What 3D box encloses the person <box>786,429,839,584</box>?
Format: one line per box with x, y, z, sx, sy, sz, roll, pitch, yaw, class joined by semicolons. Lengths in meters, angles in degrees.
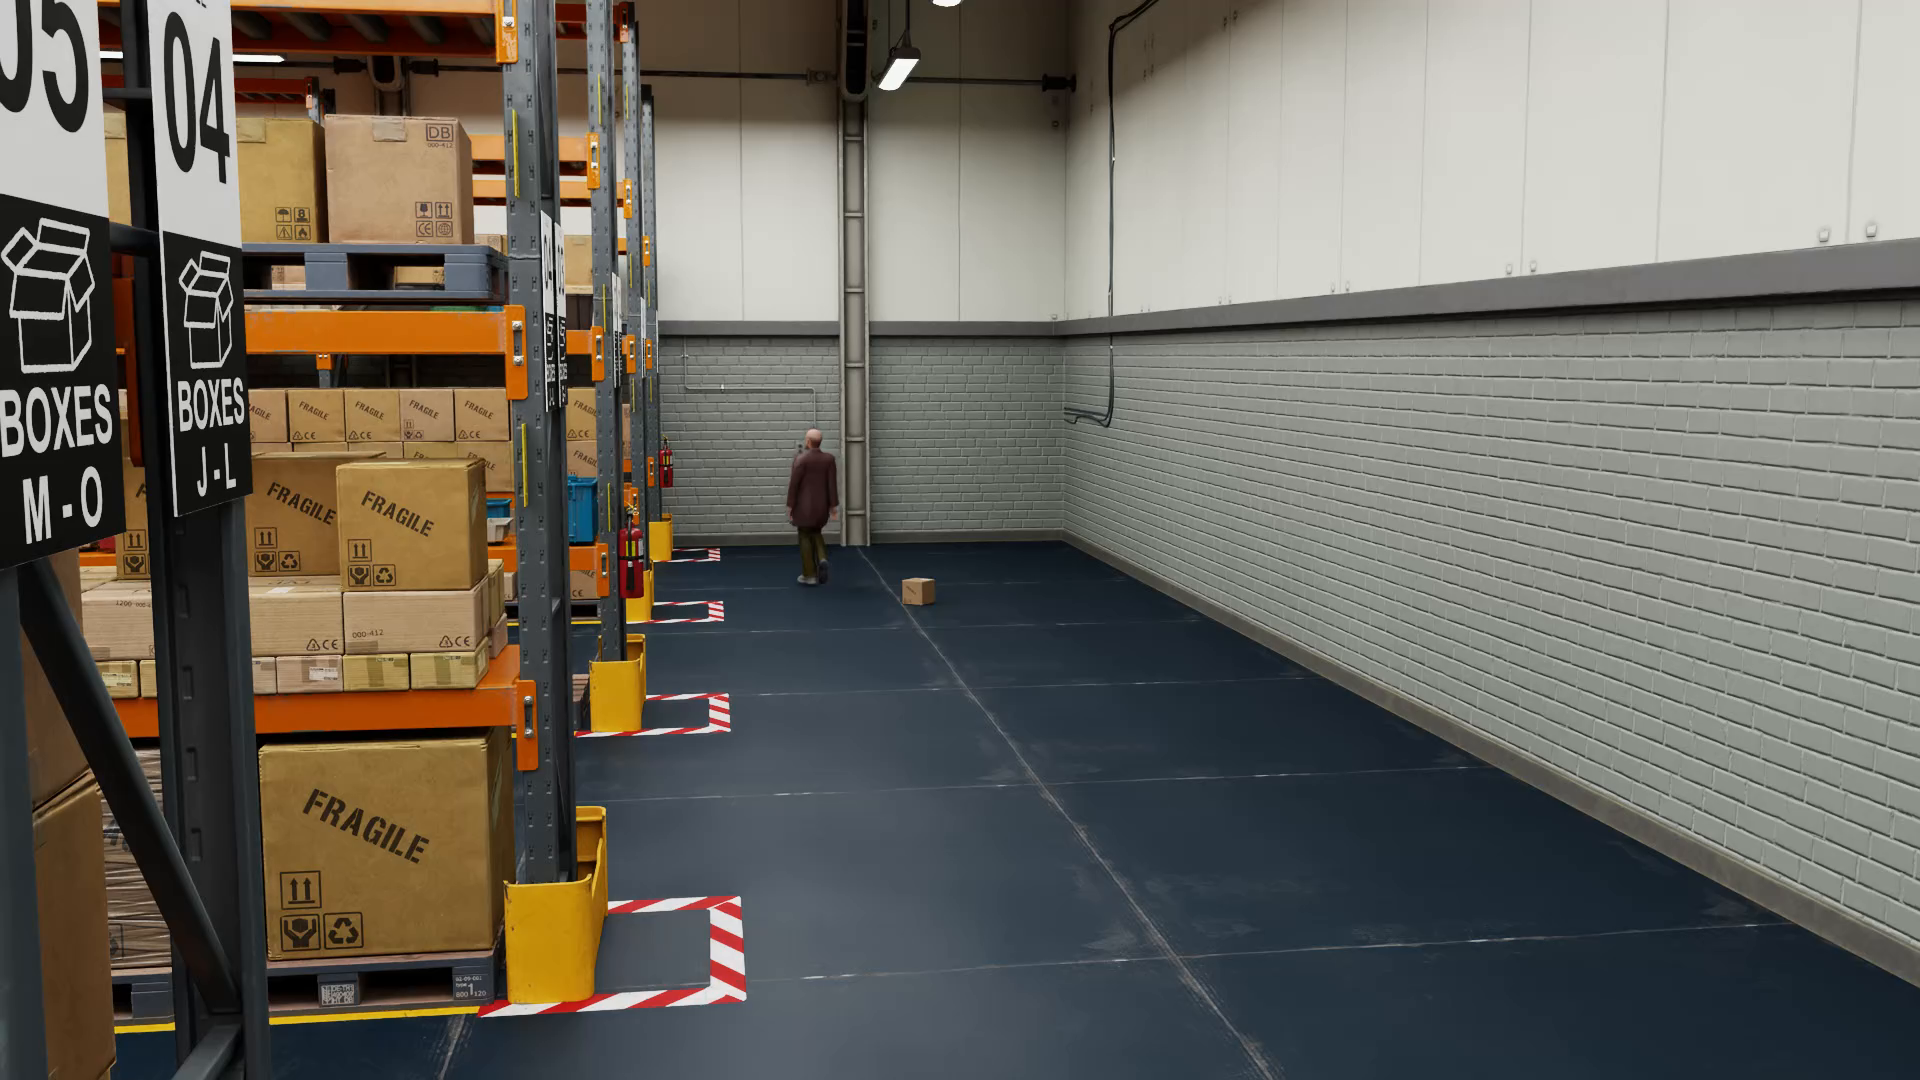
-1.716;-0.381;19.032;0.608;1.786;0.497;-4;7;-32;person
